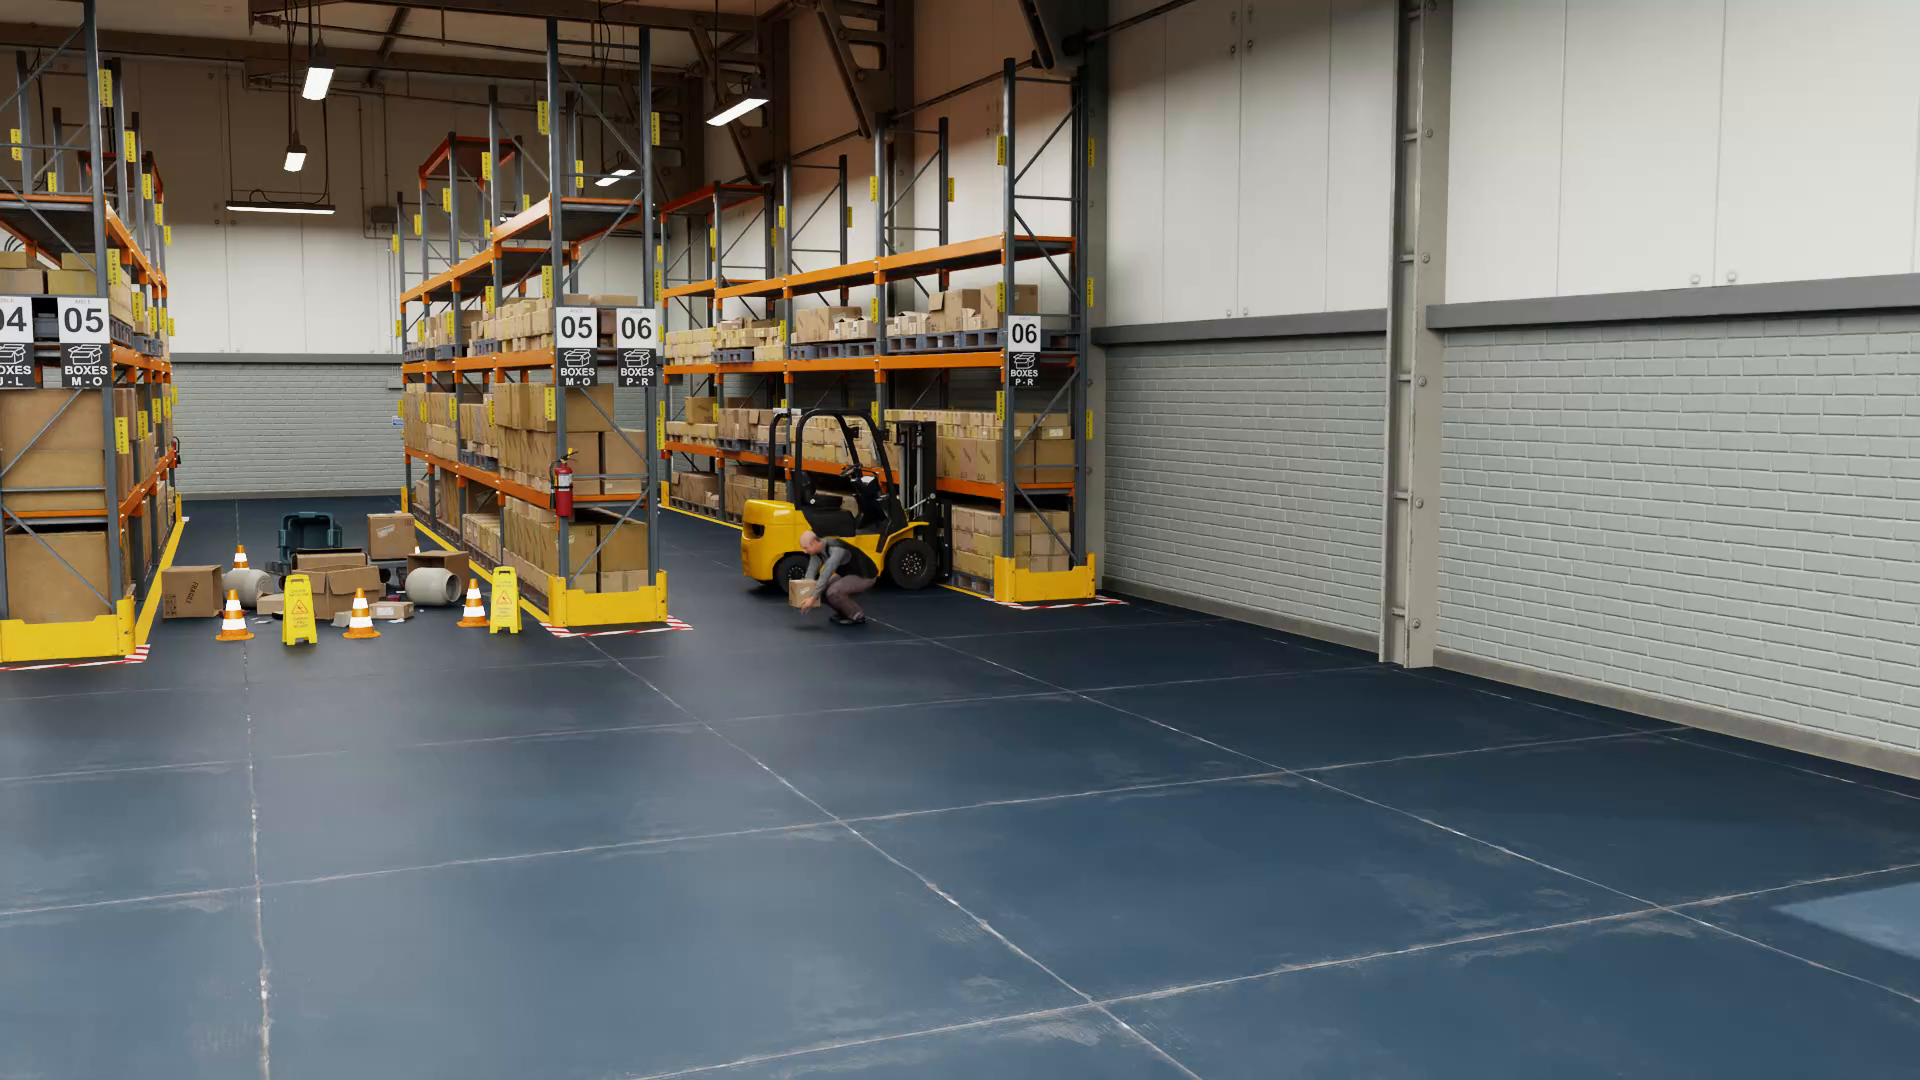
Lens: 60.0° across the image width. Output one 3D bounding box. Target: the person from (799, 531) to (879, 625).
[{"bbox_3d":[-1.267,0.375,16.972,0.875,0.972,0.516,-3,6,-25],"label":"person"}]
